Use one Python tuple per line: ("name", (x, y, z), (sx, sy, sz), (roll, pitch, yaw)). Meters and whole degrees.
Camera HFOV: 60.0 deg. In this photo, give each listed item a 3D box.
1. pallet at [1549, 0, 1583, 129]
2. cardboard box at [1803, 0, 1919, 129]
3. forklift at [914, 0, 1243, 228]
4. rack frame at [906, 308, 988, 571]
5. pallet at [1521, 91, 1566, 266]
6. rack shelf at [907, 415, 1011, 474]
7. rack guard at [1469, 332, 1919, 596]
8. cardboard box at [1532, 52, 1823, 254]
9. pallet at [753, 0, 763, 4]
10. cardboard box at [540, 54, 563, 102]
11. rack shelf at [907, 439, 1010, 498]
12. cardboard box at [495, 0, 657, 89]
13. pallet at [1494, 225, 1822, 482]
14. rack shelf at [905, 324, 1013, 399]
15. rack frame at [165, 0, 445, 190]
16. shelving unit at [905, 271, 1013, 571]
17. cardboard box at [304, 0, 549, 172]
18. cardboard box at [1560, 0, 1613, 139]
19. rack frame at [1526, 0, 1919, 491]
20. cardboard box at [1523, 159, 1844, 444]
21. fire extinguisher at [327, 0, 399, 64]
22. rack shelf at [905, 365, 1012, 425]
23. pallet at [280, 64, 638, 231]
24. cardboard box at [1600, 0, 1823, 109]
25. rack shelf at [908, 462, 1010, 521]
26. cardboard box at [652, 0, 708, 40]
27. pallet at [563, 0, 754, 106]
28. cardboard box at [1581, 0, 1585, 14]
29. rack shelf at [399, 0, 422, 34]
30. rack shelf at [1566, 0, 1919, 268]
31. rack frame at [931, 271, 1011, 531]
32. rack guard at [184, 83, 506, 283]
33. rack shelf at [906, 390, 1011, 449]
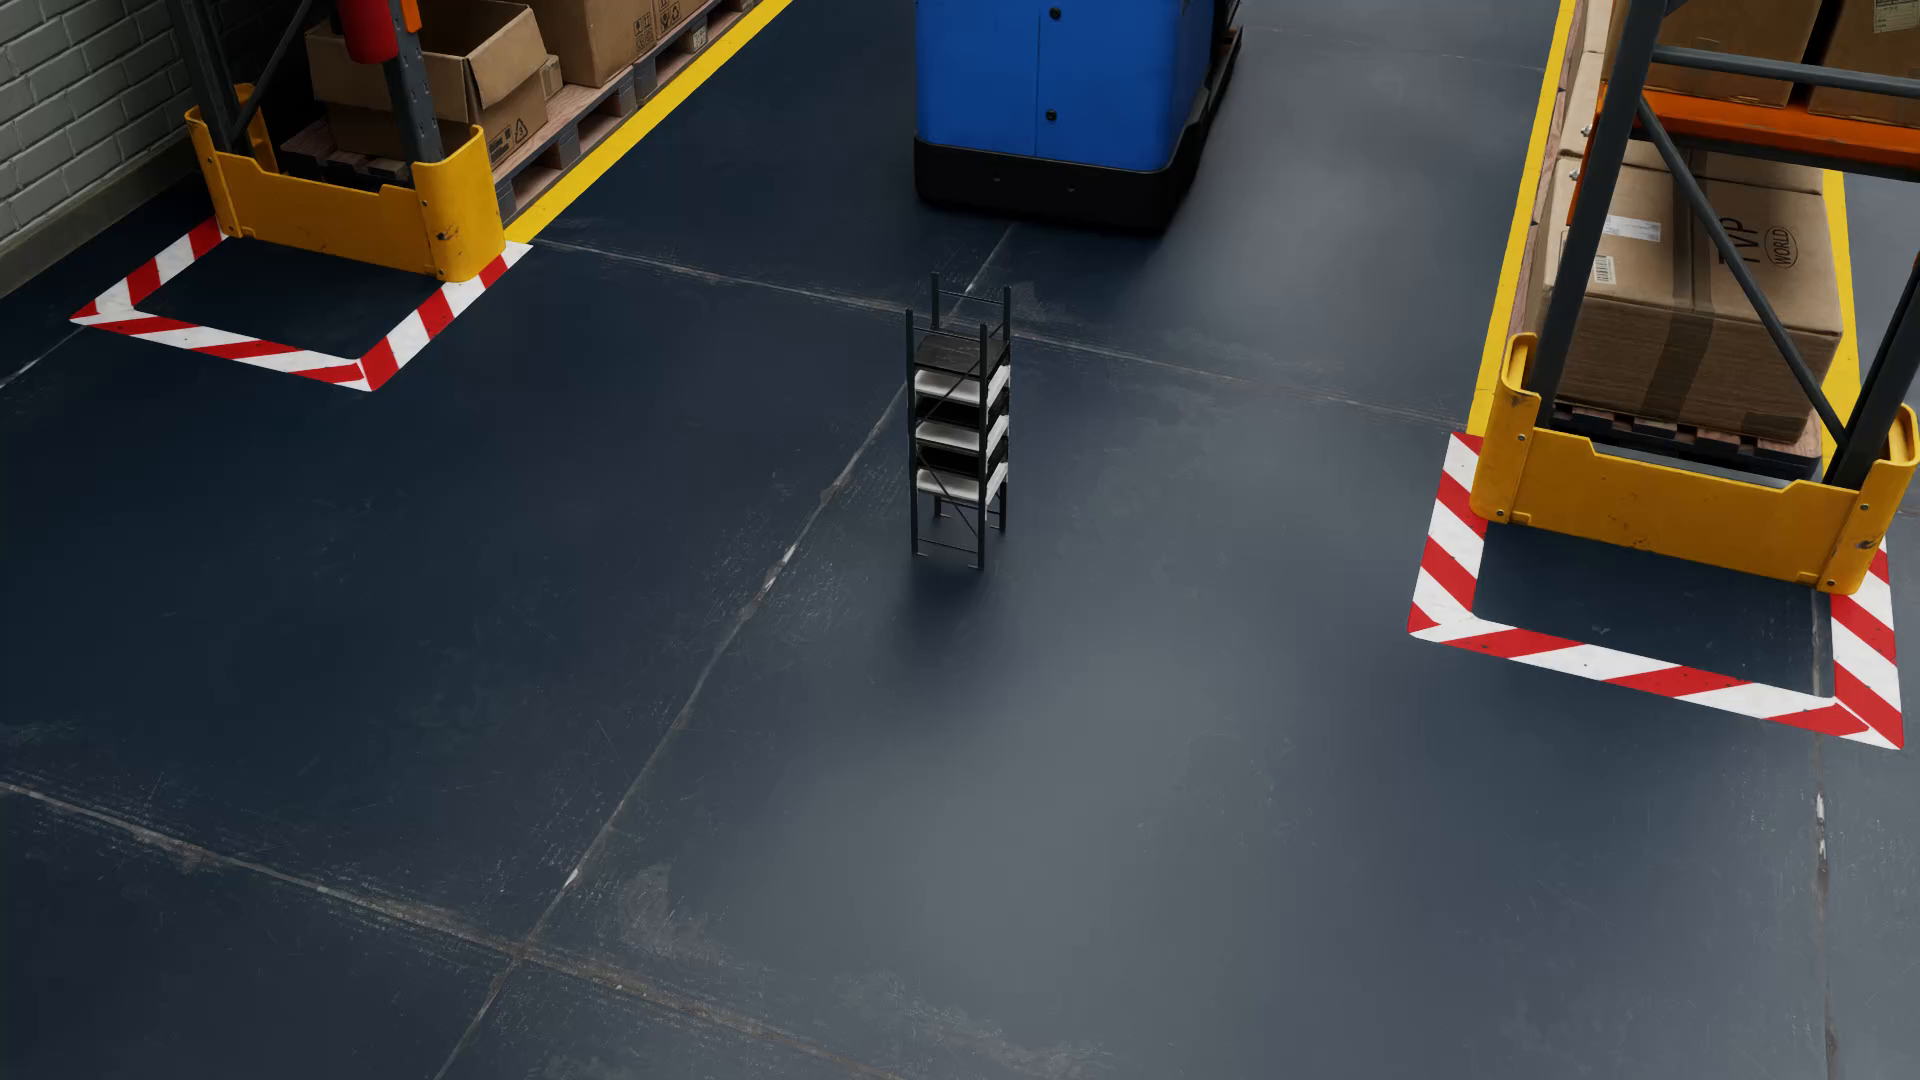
("pallet", (3.279, -2.141, 7.597), (1.003, 0.211, 1.213), (13, 42, 15))
("cardboard box", (2.679, -1.476, 4.592), (0.500, 0.500, 0.500), (13, 42, 15))
("forklift", (0.711, -3.320, 6.883), (1.130, 2.935, 3.031), (11, 42, 12))
("rack frame", (-0.038, -0.275, 4.879), (0.240, 0.900, 0.006), (13, 42, 15))
("pallet", (2.864, -1.395, 6.722), (1.003, 0.211, 1.213), (13, 42, 15))
("rack shelf", (-0.003, -0.312, 4.974), (0.258, 0.077, 0.200), (13, 42, 15))
("rack guard", (2.237, -0.243, 5.150), (1.175, 0.500, 0.348), (13, 42, 15))
("cardboard box", (2.682, -1.379, 6.205), (0.875, 0.438, 0.875), (14, 43, 16))
("pallet", (-1.289, -3.268, 8.918), (1.003, 0.211, 1.213), (13, 42, 15))
("cardboard box", (-1.941, -1.986, 7.140), (0.380, 0.149, 0.250), (12, 42, 13))
("rack shelf", (-0.003, -0.244, 5.032), (0.258, 0.077, 0.200), (13, 42, 15))
("cardboard box", (-1.794, -2.382, 7.333), (0.700, 0.500, 0.500), (15, 43, 17))
("pallet", (2.445, -0.653, 5.853), (1.003, 0.211, 1.213), (13, 42, 15))
("rack shelf", (-0.003, -0.517, 4.799), (0.258, 0.077, 0.200), (13, 42, 15))
("rack frame", (-2.421, -2.308, 5.644), (1.000, 3.000, 0.127), (13, 42, 15))
("shelving unit", (-0.003, -0.337, 4.952), (0.258, 0.900, 0.210), (13, 42, 15))
("cardboard box", (-2.123, -1.870, 6.731), (0.797, 0.503, 0.637), (12, 42, 13))
("cardboard box", (2.992, -1.928, 6.850), (0.875, 0.438, 0.875), (12, 42, 14))
("rack frame", (2.245, -1.209, 4.356), (1.000, 3.000, 0.127), (13, 42, 15))
("cardboard box", (2.377, -0.819, 5.549), (0.875, 0.438, 0.875), (12, 42, 14))
("fire extinguisher", (-2.037, -1.945, 5.565), (0.296, 0.674, 0.183), (13, 42, 15))
("rack shelf", (-0.003, -0.449, 4.857), (0.258, 0.077, 0.200), (13, 42, 15))
("pallet", (-2.123, -1.780, 7.174), (1.003, 0.211, 1.213), (13, 42, 15))
("cardboard box", (2.161, -1.600, 4.737), (0.500, 0.500, 0.500), (14, 42, 15))
("rack shelf", (-0.003, -0.175, 5.091), (0.258, 0.077, 0.200), (13, 42, 15))
("cardboard box", (-1.519, -2.682, 7.685), (0.500, 0.500, 0.500), (14, 42, 16))
("pallet", (-1.704, -2.522, 8.043), (1.003, 0.211, 1.213), (13, 42, 15))
("cardboard box", (3.297, -2.474, 7.490), (0.875, 0.438, 0.875), (13, 42, 14))
("rack shelf", (-1.737, -3.254, 7.308), (1.077, 0.370, 4.000), (13, 42, 15))
("rack shelf", (2.929, -2.155, 6.019), (1.077, 0.370, 4.000), (13, 42, 15))
("rack frame", (0.032, -0.399, 5.025), (0.240, 0.900, 0.006), (13, 42, 15))
("rack guard", (-2.395, -1.404, 6.510), (1.175, 0.500, 0.348), (13, 42, 15))
("rack shelf", (-0.003, -0.381, 4.915), (0.258, 0.077, 0.200), (13, 42, 15))
